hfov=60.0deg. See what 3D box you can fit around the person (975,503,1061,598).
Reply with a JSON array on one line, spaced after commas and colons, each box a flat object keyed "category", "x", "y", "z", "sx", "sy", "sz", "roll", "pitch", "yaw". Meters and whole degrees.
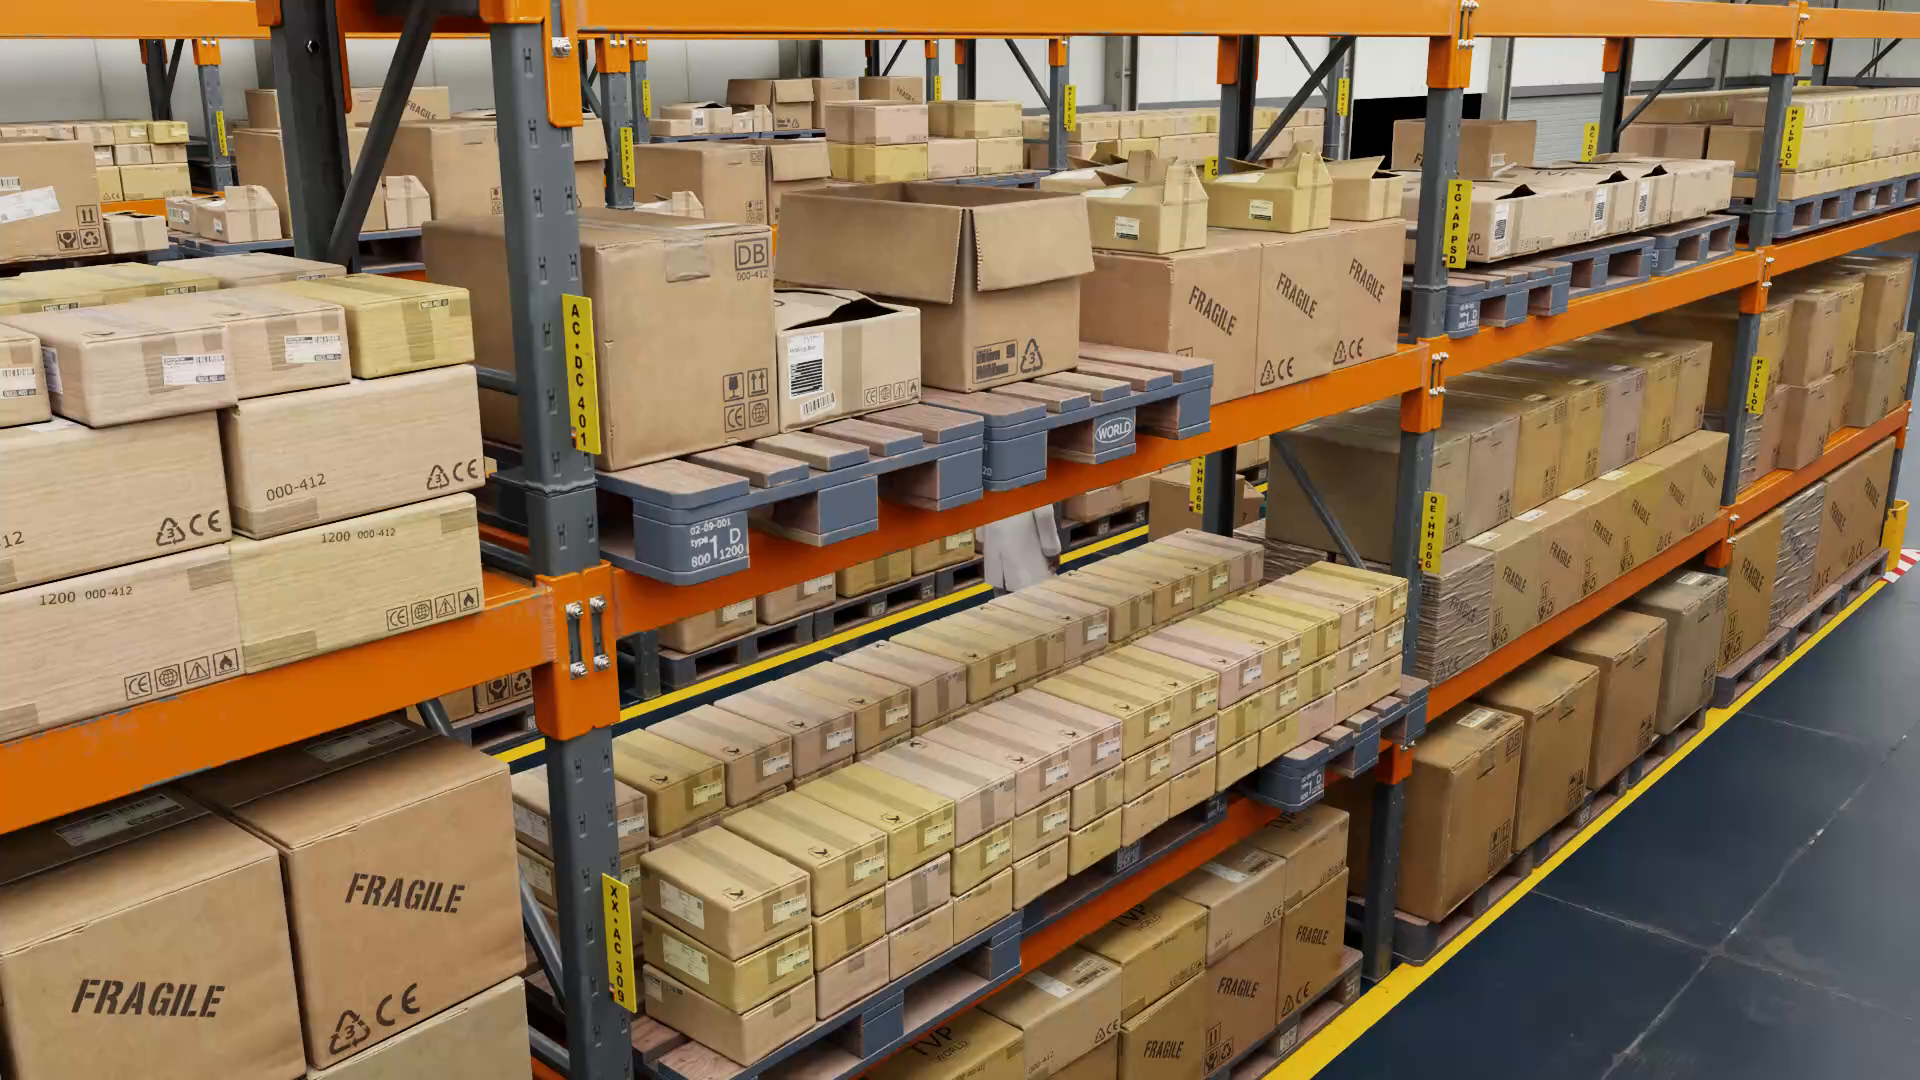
[{"category": "person", "x": 0.361, "y": 0.047, "z": 10.413, "sx": 0.635, "sy": 1.773, "sz": 0.427, "roll": 13, "pitch": 21, "yaw": 37}]
